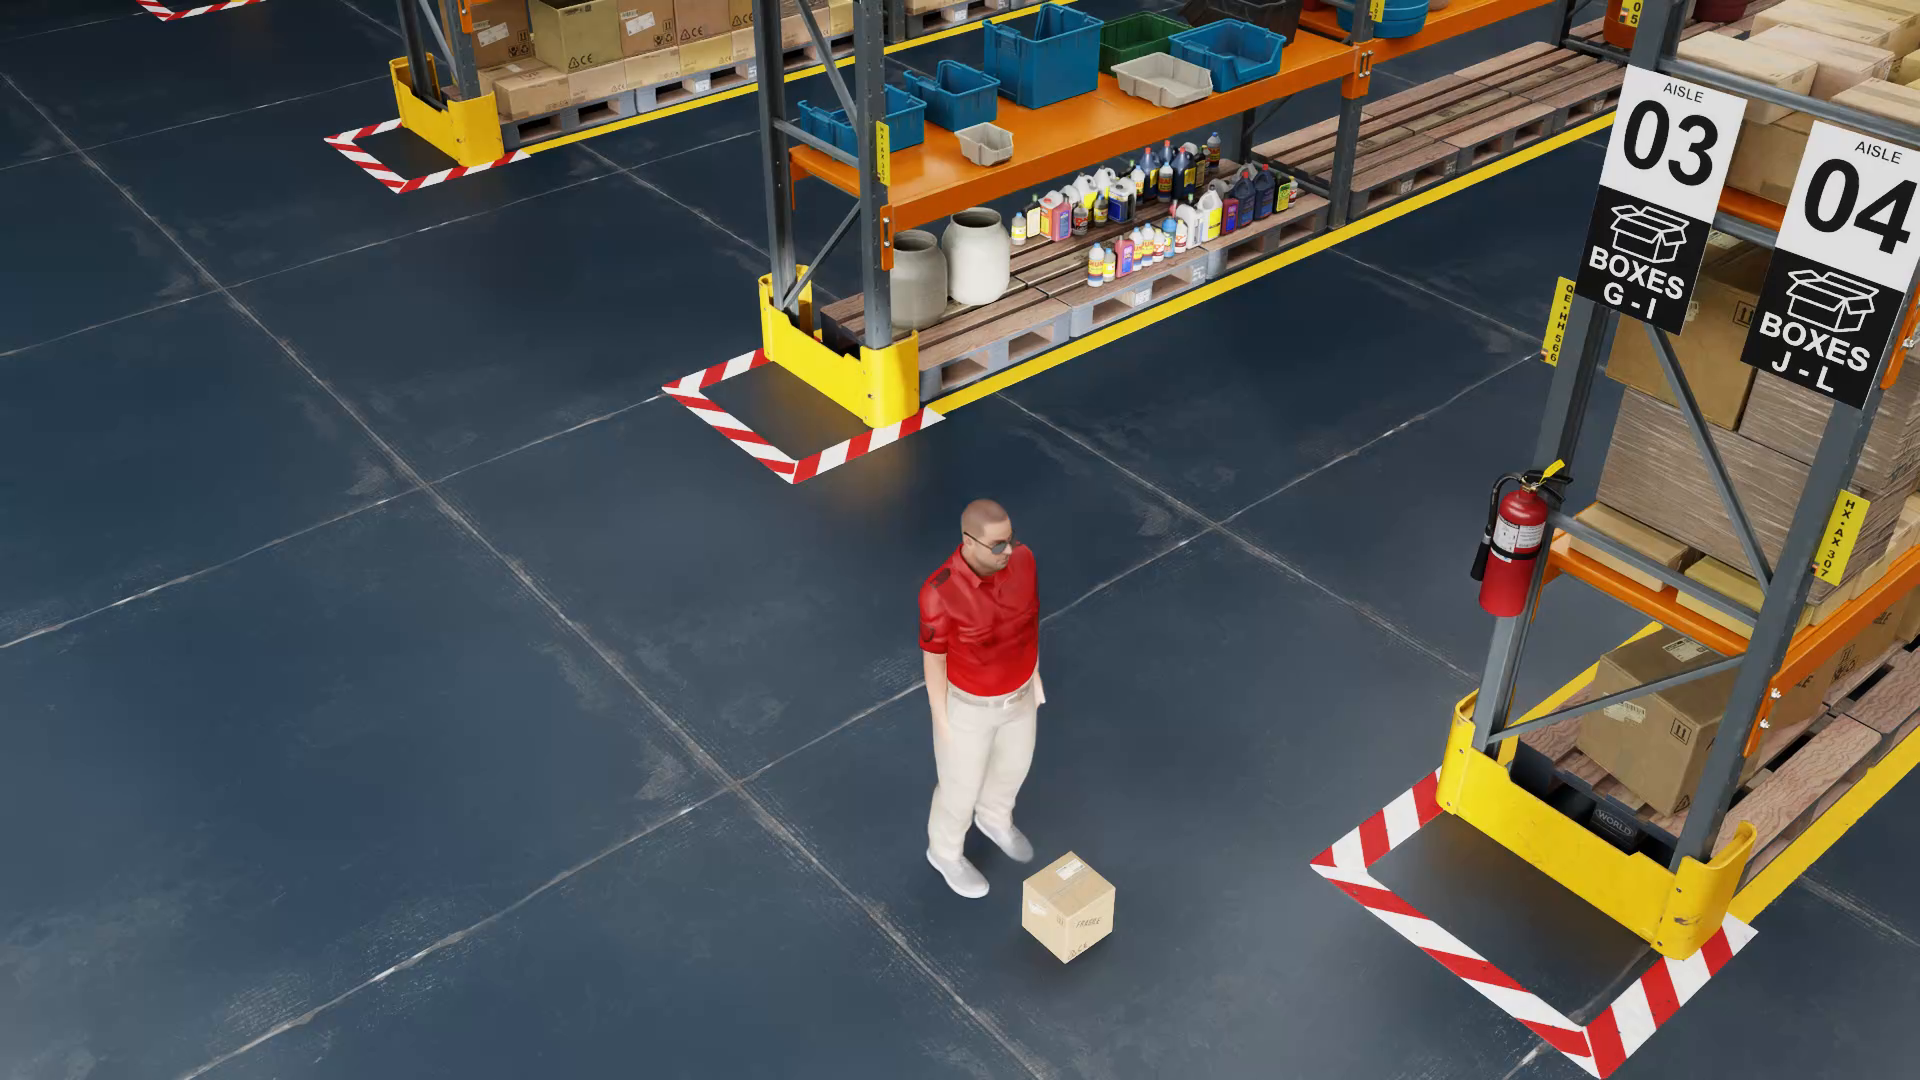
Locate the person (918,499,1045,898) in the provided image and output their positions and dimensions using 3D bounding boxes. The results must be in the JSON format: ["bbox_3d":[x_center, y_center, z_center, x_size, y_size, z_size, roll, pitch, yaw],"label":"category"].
[{"bbox_3d":[0.111,0.601,6.285,0.527,1.748,0.365,-25,43,-31],"label":"person"}]
